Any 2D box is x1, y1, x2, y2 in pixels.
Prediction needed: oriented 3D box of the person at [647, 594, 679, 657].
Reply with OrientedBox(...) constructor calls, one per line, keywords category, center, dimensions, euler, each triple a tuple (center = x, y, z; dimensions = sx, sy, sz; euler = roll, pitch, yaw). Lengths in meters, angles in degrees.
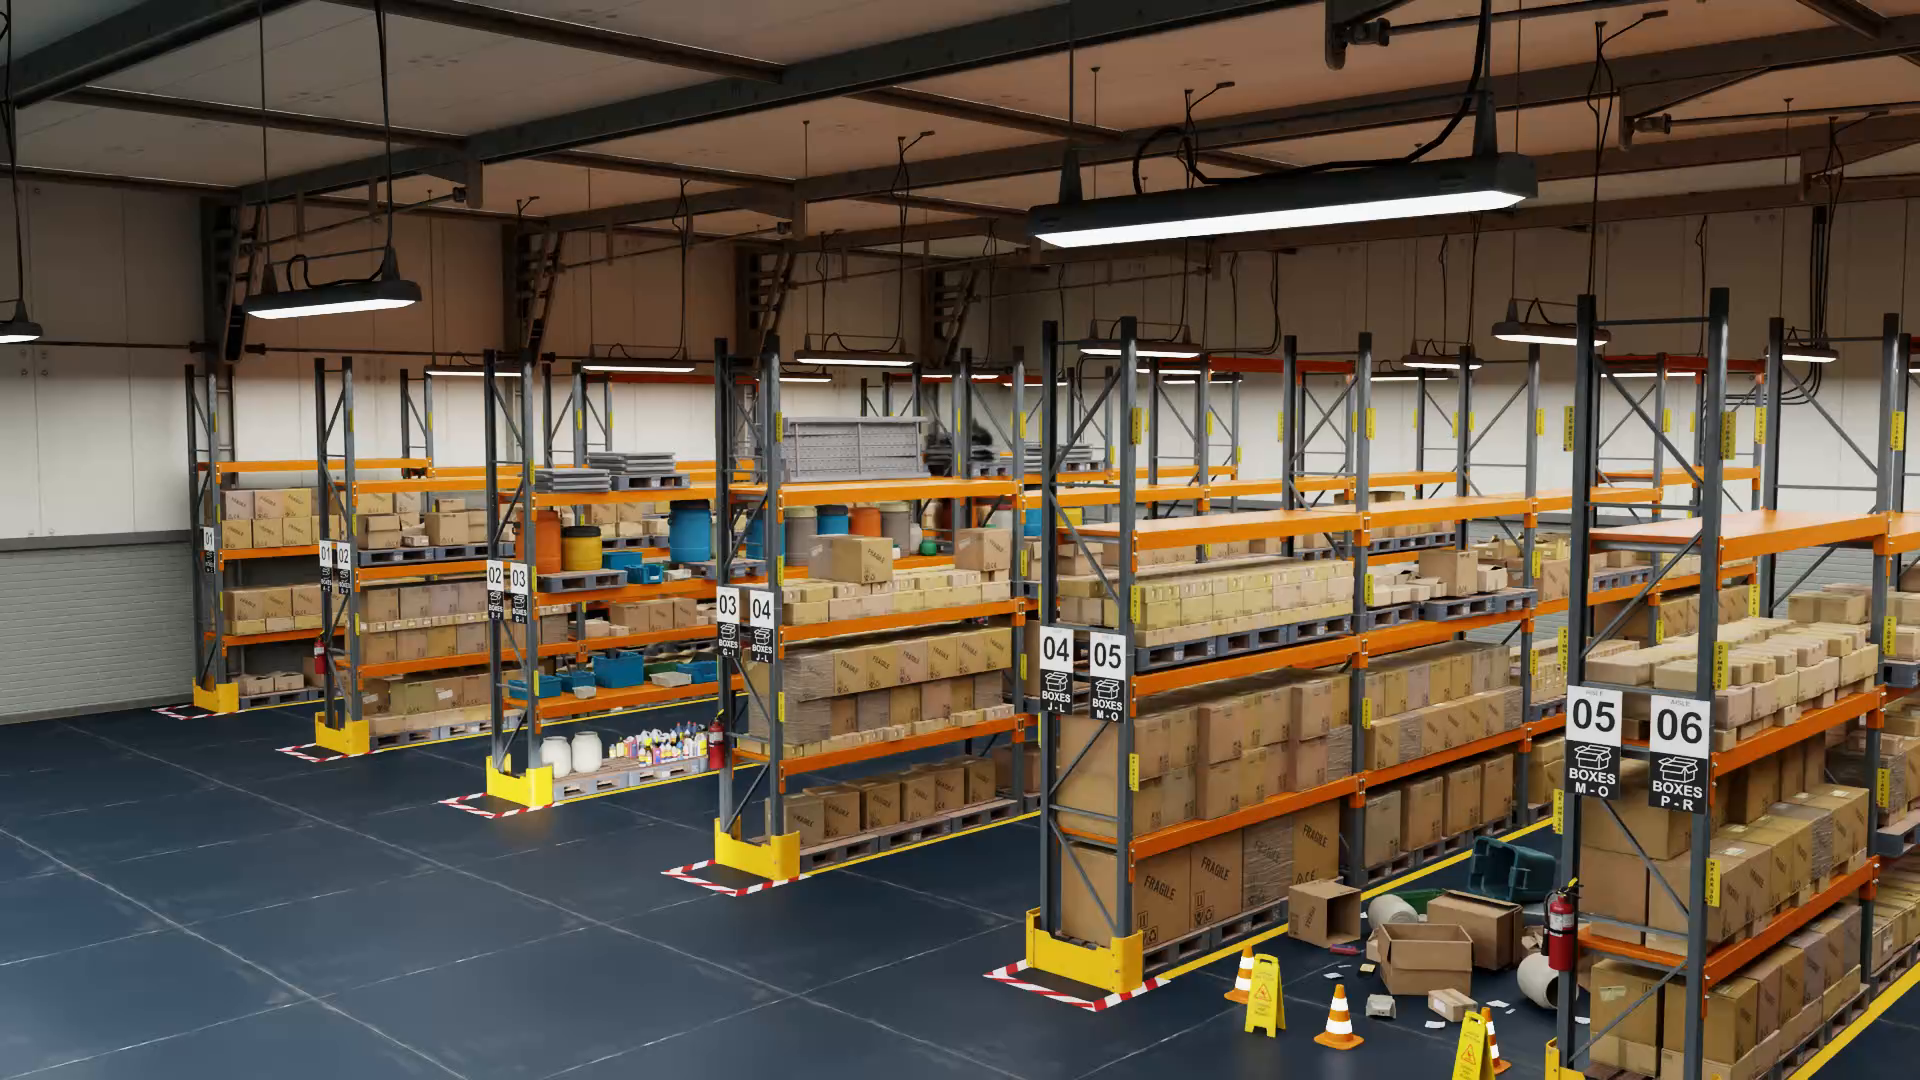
OrientedBox(category="person", center=(-5.794, 1.819, 32.557), dimensions=(0.573, 1.822, 0.882), euler=(3, 5, 32))
